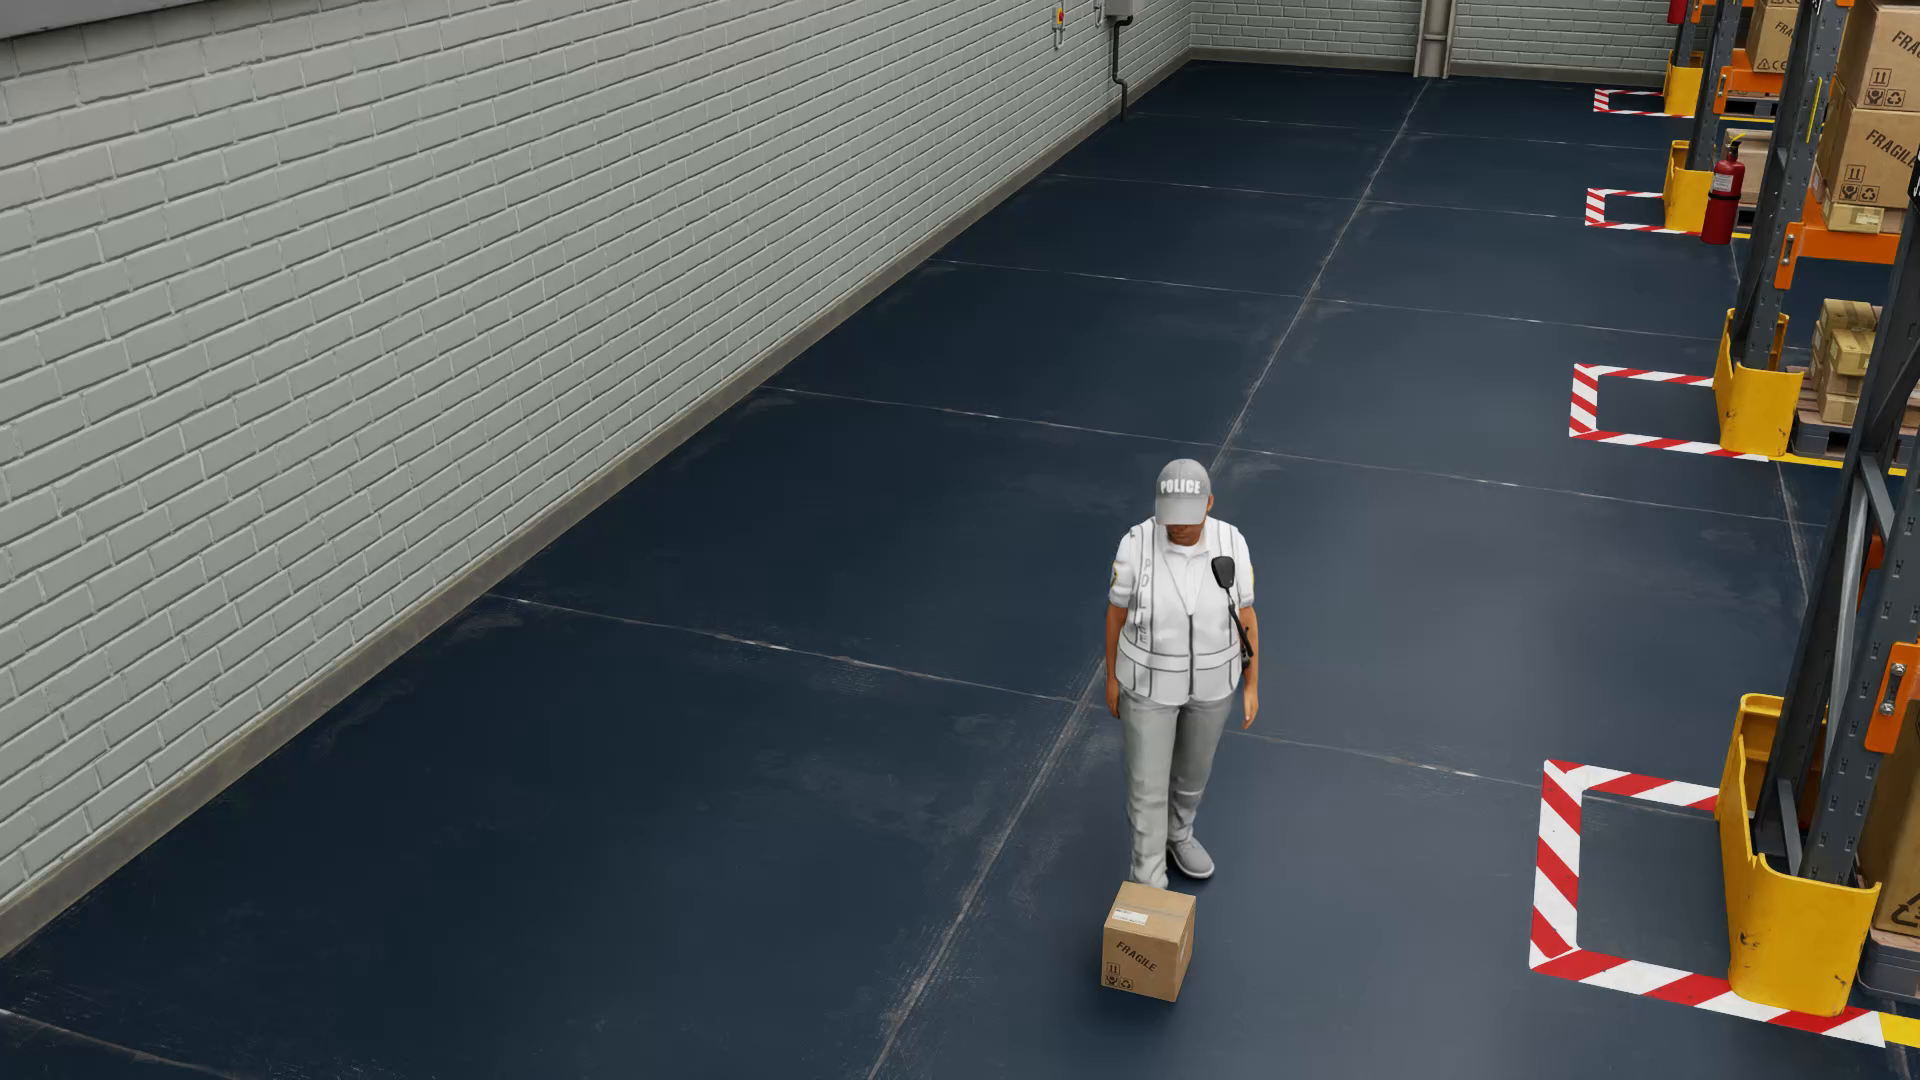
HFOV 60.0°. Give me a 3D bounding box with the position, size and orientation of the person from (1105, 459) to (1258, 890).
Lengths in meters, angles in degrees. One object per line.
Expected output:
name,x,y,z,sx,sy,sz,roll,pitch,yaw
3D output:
person,0.756,0.518,5.525,0.499,1.651,0.716,-3,26,-6
